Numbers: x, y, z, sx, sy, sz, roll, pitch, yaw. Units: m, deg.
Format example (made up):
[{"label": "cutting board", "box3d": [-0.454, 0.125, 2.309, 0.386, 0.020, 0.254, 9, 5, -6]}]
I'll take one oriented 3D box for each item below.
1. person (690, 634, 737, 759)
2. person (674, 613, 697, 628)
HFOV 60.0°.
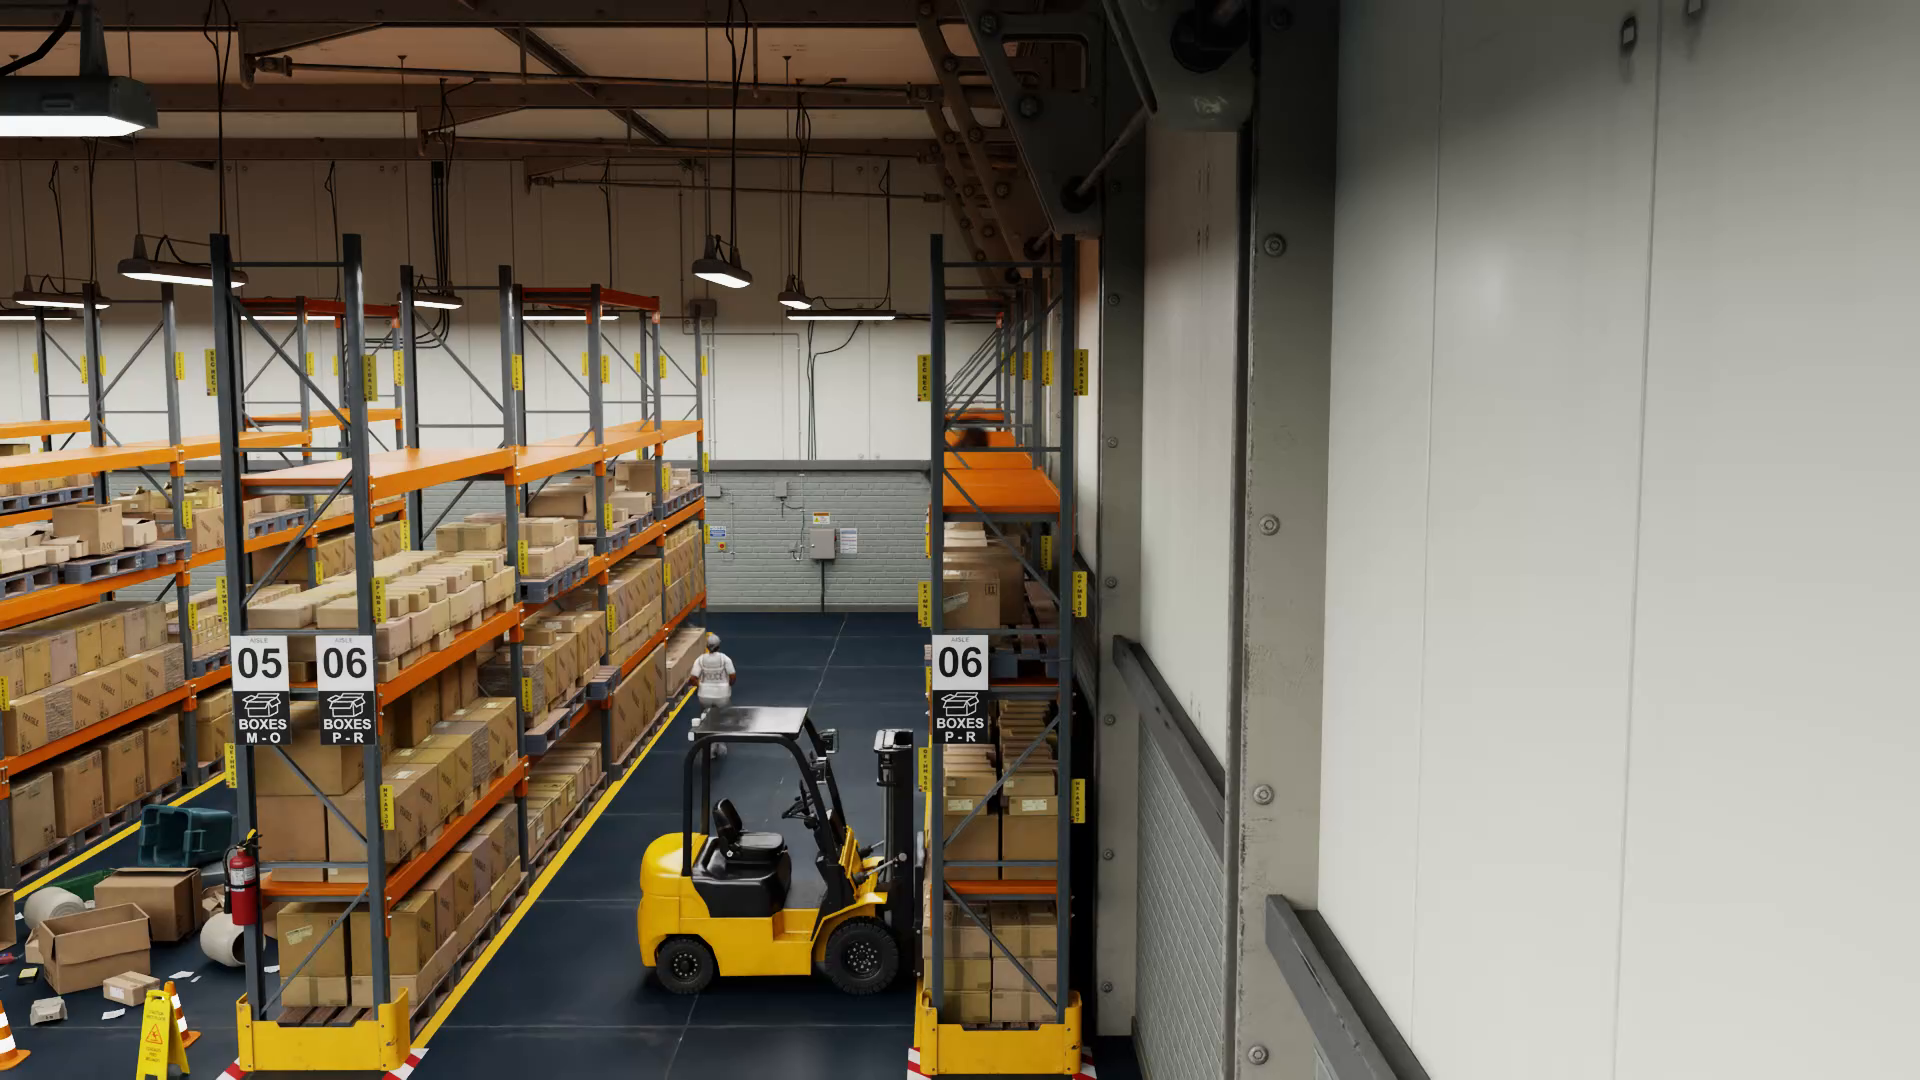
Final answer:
[{"label": "person", "box3d": [-3.153, 2.010, 21.327, 0.605, 1.614, 0.576, 0, 6, -1]}, {"label": "person", "box3d": [-4.888, 1.134, 29.197, 0.882, 1.641, 0.616, 2, 7, 19]}]
